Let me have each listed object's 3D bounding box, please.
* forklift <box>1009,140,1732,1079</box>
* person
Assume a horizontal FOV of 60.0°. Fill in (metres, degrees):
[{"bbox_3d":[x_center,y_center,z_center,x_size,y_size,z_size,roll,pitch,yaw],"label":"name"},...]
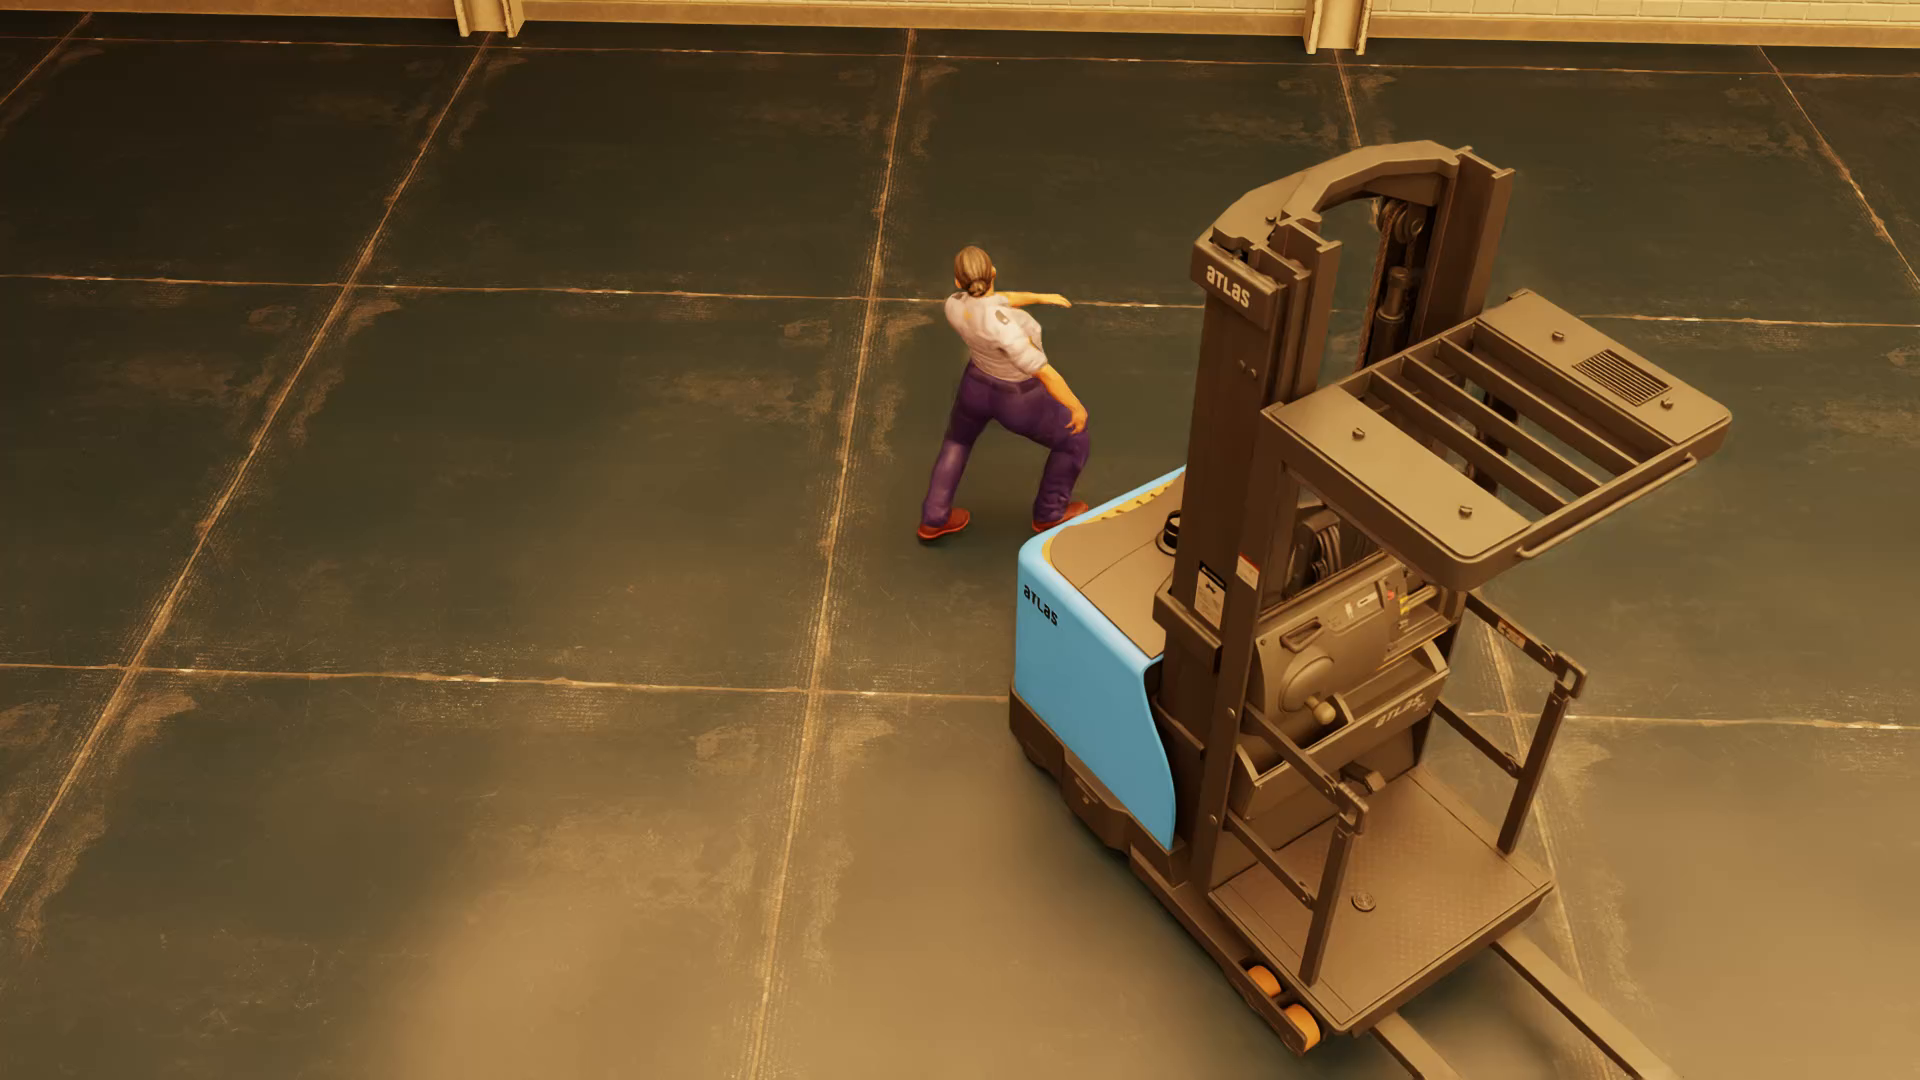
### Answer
[{"bbox_3d":[1.452,0.363,5.345,1.130,2.935,3.031,-25,48,-25],"label":"forklift"},{"bbox_3d":[0.277,-0.677,7.519,0.719,1.532,0.811,23,47,23],"label":"person"}]
